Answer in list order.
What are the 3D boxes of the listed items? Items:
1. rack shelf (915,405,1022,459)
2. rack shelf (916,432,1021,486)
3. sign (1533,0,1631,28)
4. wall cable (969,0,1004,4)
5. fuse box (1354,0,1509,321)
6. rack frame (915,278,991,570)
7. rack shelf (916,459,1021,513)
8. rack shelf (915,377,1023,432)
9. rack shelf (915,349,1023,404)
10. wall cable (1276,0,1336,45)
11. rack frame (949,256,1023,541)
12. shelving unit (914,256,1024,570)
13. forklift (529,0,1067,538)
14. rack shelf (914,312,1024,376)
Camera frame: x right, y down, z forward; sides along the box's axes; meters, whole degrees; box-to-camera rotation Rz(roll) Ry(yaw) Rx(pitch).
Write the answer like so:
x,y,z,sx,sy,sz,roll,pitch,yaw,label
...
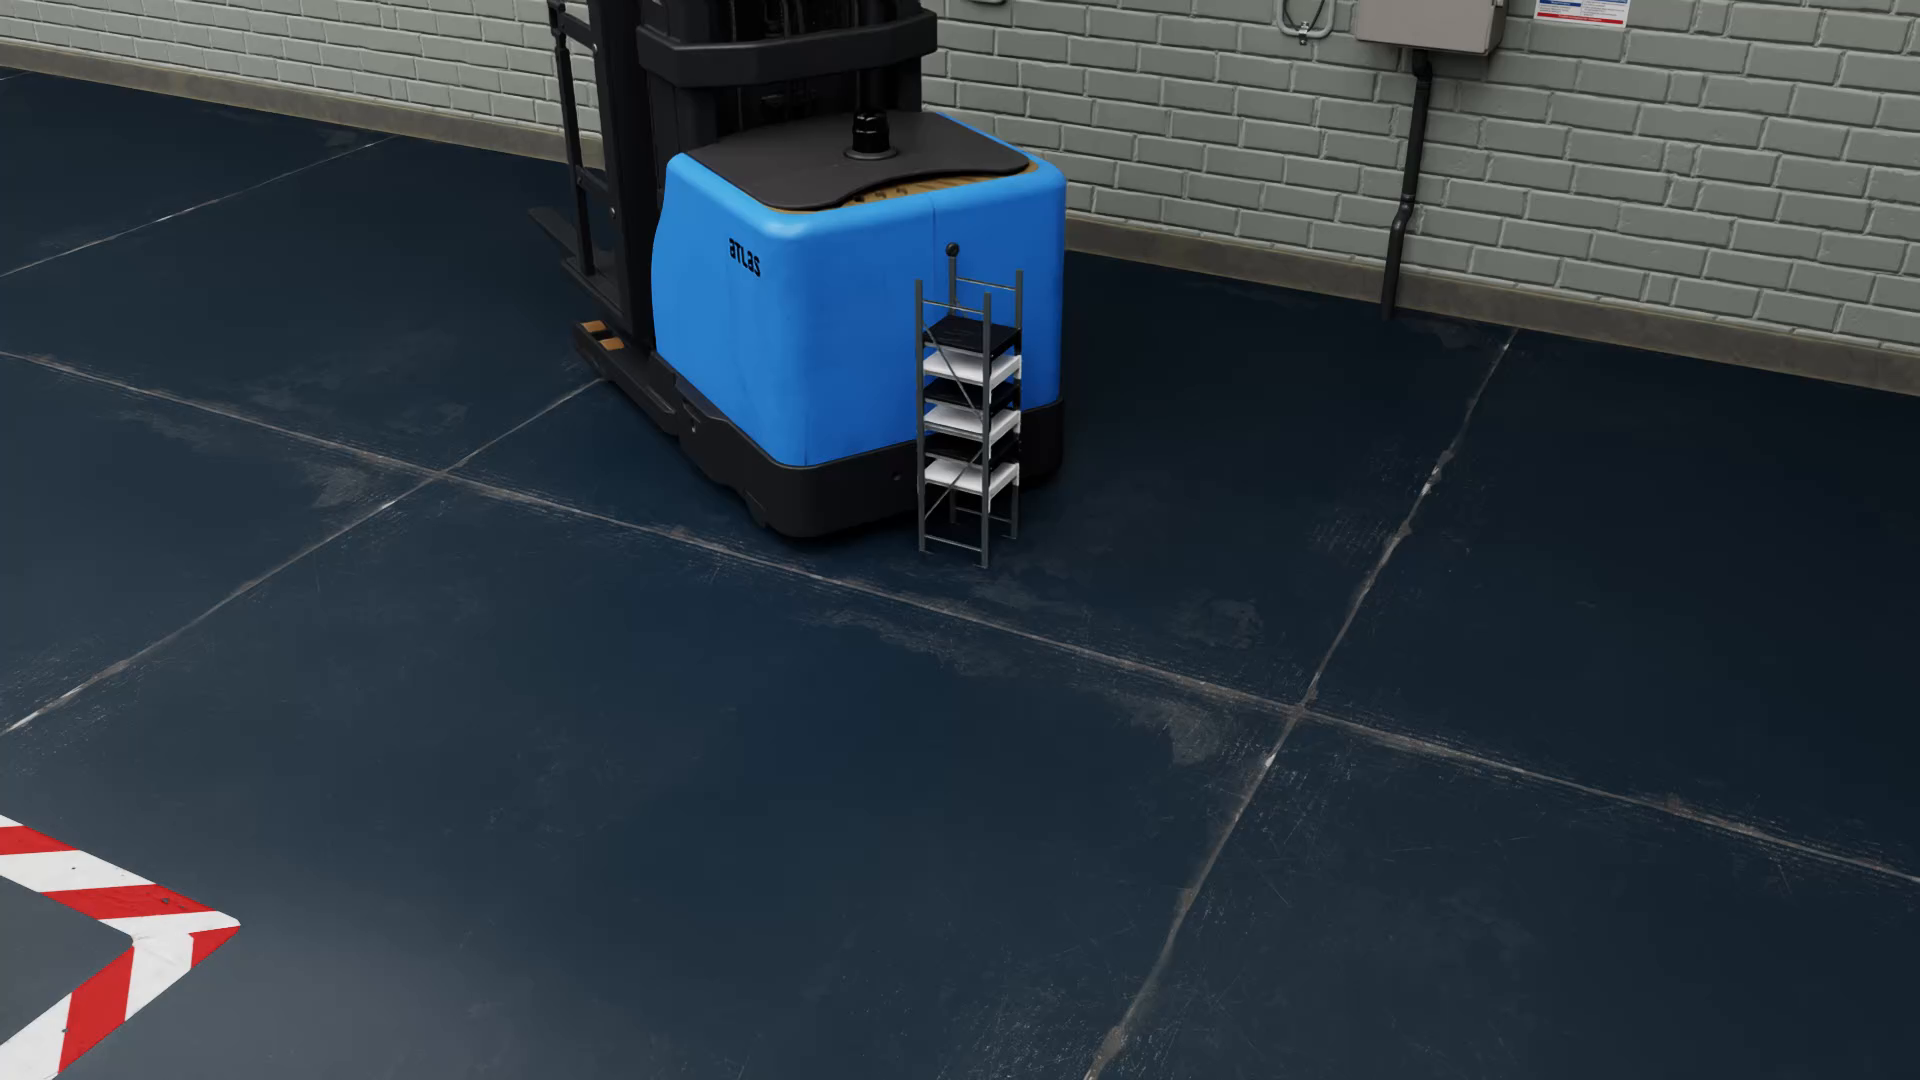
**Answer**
x,y,z,sx,sy,sz,roll,pitch,yaw,label
0.027,-0.343,5.011,0.258,0.077,0.200,15,33,24,rack shelf
0.027,-0.265,5.056,0.258,0.077,0.200,15,33,24,rack shelf
2.294,-2.130,6.043,0.329,0.494,0.001,14,33,23,sign
-0.043,-3.187,6.736,0.585,1.953,0.123,14,33,23,wall cable
1.760,-1.633,6.375,0.539,1.711,0.414,14,33,23,fuse box
-0.021,-0.327,4.916,0.240,0.900,0.006,15,33,24,rack frame
0.027,-0.187,5.100,0.258,0.077,0.200,15,33,24,rack shelf
0.027,-0.421,4.966,0.258,0.077,0.200,15,33,24,rack shelf
0.027,-0.499,4.921,0.258,0.077,0.200,15,33,24,rack shelf
1.225,-2.857,6.192,0.588,1.984,0.122,14,33,23,wall cable
0.074,-0.417,5.072,0.240,0.900,0.006,15,33,24,rack frame
0.027,-0.372,4.994,0.258,0.900,0.210,15,33,24,shelving unit
-0.842,-1.976,5.748,1.130,2.935,3.031,-17,34,-26,forklift
0.027,-0.577,4.876,0.258,0.077,0.200,15,33,24,rack shelf
